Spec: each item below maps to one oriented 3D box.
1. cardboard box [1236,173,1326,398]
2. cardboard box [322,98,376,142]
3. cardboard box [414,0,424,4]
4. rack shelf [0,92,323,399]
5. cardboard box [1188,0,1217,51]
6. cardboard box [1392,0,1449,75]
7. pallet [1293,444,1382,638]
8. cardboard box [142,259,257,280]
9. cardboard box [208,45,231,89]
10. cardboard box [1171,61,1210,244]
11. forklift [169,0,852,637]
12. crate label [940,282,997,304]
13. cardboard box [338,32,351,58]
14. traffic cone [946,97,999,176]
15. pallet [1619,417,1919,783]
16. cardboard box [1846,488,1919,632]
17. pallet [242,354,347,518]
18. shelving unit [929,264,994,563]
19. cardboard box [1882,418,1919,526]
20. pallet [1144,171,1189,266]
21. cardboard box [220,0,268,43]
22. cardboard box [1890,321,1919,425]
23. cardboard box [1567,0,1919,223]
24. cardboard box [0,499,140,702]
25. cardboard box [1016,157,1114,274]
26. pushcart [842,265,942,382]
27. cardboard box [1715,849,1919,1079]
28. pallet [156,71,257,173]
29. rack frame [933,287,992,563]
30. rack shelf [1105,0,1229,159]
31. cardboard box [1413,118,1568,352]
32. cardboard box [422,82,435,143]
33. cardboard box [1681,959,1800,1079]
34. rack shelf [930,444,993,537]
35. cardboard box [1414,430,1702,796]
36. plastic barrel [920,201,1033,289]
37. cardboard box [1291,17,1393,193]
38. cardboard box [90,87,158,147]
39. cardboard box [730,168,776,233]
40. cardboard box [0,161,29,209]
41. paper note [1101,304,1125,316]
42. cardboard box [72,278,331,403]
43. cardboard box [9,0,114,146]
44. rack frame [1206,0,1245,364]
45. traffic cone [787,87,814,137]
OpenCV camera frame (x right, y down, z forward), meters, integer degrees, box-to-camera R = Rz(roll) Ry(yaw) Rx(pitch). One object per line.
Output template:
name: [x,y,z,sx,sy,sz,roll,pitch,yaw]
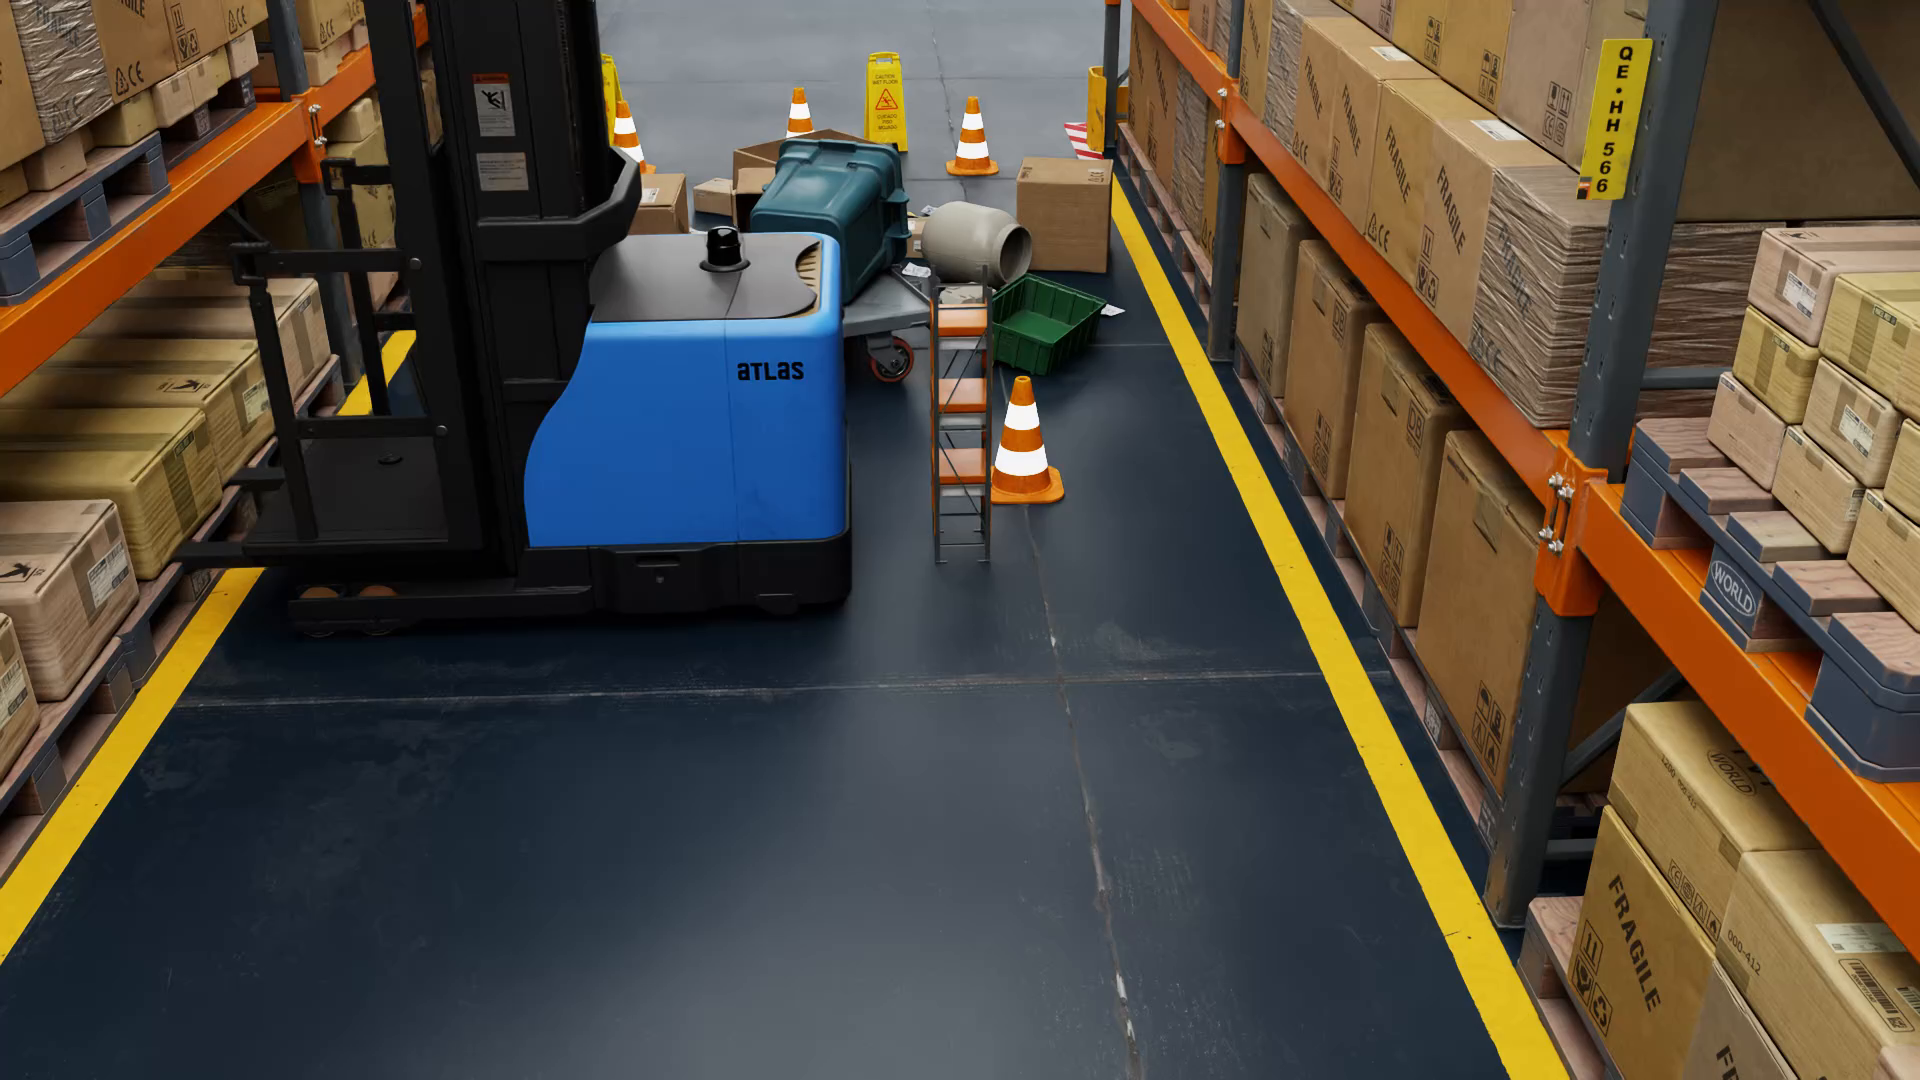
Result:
cardboard box: [1.801,-1.108,7.109,1.050,0.750,0.750,-2,28,-3]
cardboard box: [-2.967,-1.963,7.776,0.380,0.149,0.250,-1,28,-2]
cardboard box: [-3.098,-3.017,9.062,0.380,0.149,0.250,-2,28,-3]
rack shelf: [-3.155,-0.795,5.308,1.077,0.370,4.000,-1,28,-3]
cardboard box: [1.596,-2.694,8.009,0.875,0.550,0.550,-1,28,-3]
cardboard box: [1.791,-1.758,5.187,0.700,0.500,0.500,-2,28,-3]
pallet: [1.861,-0.048,6.113,1.003,0.211,1.213,-1,28,-3]
cardboard box: [-3.558,-1.271,7.962,0.500,0.250,0.500,0,28,0]
cardboard box: [-2.960,-1.759,6.196,0.380,0.149,0.250,-2,28,-4]
cardboard box: [1.665,-2.156,8.984,0.875,0.875,0.875,-1,28,-2]
forklift: [-1.913,-1.224,5.427,3.031,2.935,1.130,-2,28,-3]
crate label: [0.044,-1.204,8.411,0.298,0.136,0.250,-23,35,-37]
cardboard box: [-3.064,-2.317,7.720,0.380,0.149,0.250,-2,28,-3]
traffic cone: [0.080,-2.646,10.824,0.336,0.463,0.334,-1,28,-3]
pallet: [2.031,0.055,3.108,1.213,0.211,1.003,-1,28,-3]
cardboard box: [1.738,0.029,2.768,0.380,0.149,0.250,0,28,0]
pallet: [-3.217,-0.441,6.868,1.003,0.211,1.213,-1,28,-3]
shelving unit: [0.003,-0.441,5.960,0.215,1.050,0.252,-1,28,-3]
cardboard box: [1.746,-0.087,2.668,0.380,0.149,0.250,-2,28,-4]
pallet: [1.651,-1.885,9.636,1.003,0.211,1.213,-1,28,-3]
cardboard box: [-3.006,-2.192,6.325,0.500,0.500,0.500,-2,28,-4]
cardboard box: [1.744,-0.239,2.639,0.380,0.149,0.250,-2,28,-3]
cardboard box: [1.874,-1.051,3.833,0.700,0.500,0.500,-2,28,-3]
cardboard box: [-3.116,0.187,5.035,0.950,0.372,0.625,-2,28,-4]
cardboard box: [0.573,-1.788,9.136,0.500,0.500,0.500,3,28,6]
pushcart: [-0.985,-0.953,7.669,1.648,0.377,0.936,-11,30,-20]
cardboard box: [1.709,0.792,2.926,0.500,0.250,0.500,-2,28,-3]
pallet: [-3.364,-1.596,6.273,1.003,0.211,1.213,-1,28,-3]
rack frame: [0.009,-0.384,5.852,0.200,1.050,0.008,-1,28,-3]
rack shelf: [1.575,-2.808,9.168,1.077,0.370,4.000,-1,28,-3]
cardboard box: [1.572,-0.832,4.494,0.500,0.500,0.500,-1,28,-3]
cardboard box: [-3.085,-2.102,8.745,0.500,0.500,0.500,0,28,0]
cardboard box: [1.700,1.131,3.087,0.500,0.500,0.500,-1,28,-2]
rack shelf: [0.003,-0.185,6.093,0.215,0.259,0.240,-1,28,-3]
cardboard box: [1.946,0.172,4.656,1.050,0.750,0.750,-2,28,-3]
plastic barrel: [0.088,-1.548,8.760,0.512,0.421,0.421,19,33,32]
cardboard box: [1.488,-1.534,5.840,0.500,0.500,0.500,-2,28,-3]
cardboard box: [-2.918,-1.410,5.527,0.380,0.149,0.250,-1,28,-3]
cardboard box: [-0.791,-1.656,8.735,0.797,0.637,0.503,-1,28,-3]
cardboard box: [-2.969,-1.045,4.827,0.380,0.149,0.250,0,28,-1]
paper note: [0.740,-1.176,8.471,0.147,0.020,0.142,-23,35,-37]
cardboard box: [-3.229,-0.816,6.959,0.950,0.372,0.625,-1,28,-2]
cardboard box: [-2.930,-1.483,4.965,0.500,0.500,0.500,-2,28,-5]
rack frame: [1.679,-2.204,7.231,1.000,3.000,0.127,-1,28,-3]
traffic cone: [-1.066,-2.776,11.072,0.336,0.463,0.334,-1,28,-3]
